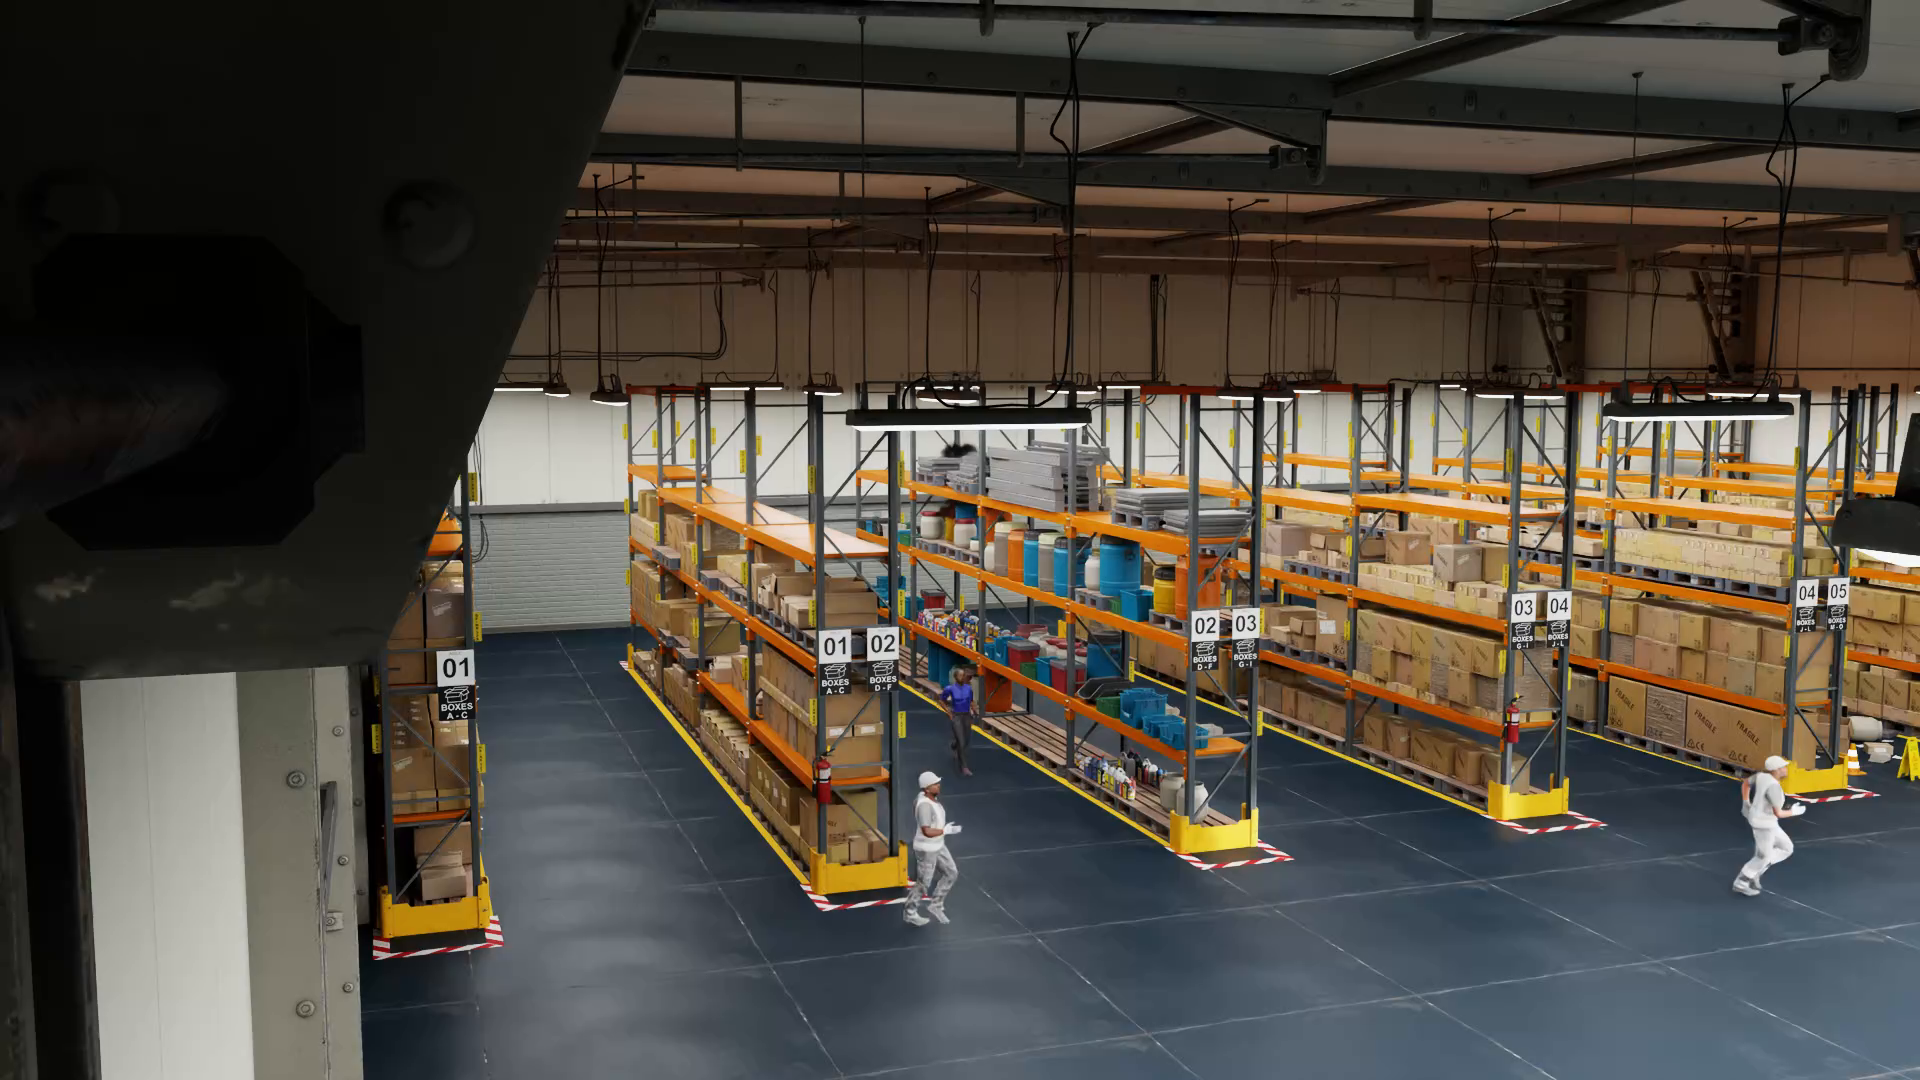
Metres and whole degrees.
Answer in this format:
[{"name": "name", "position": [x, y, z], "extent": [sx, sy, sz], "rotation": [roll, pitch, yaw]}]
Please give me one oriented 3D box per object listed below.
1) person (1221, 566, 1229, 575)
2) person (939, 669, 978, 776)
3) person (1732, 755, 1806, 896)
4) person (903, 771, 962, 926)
[{"name": "person", "position": [6.311, 1.347, 40.146], "extent": [0.747, 1.693, 0.535], "rotation": [2, 6, 16]}, {"name": "person", "position": [-0.022, 2.882, 26.167], "extent": [0.578, 1.556, 0.771], "rotation": [-3, 7, -28]}, {"name": "person", "position": [9.659, 3.407, 19.833], "extent": [0.726, 1.726, 0.704], "rotation": [2, 6, 16]}, {"name": "person", "position": [-0.299, 3.510, 18.842], "extent": [0.702, 1.809, 0.695], "rotation": [1, 6, 13]}]
